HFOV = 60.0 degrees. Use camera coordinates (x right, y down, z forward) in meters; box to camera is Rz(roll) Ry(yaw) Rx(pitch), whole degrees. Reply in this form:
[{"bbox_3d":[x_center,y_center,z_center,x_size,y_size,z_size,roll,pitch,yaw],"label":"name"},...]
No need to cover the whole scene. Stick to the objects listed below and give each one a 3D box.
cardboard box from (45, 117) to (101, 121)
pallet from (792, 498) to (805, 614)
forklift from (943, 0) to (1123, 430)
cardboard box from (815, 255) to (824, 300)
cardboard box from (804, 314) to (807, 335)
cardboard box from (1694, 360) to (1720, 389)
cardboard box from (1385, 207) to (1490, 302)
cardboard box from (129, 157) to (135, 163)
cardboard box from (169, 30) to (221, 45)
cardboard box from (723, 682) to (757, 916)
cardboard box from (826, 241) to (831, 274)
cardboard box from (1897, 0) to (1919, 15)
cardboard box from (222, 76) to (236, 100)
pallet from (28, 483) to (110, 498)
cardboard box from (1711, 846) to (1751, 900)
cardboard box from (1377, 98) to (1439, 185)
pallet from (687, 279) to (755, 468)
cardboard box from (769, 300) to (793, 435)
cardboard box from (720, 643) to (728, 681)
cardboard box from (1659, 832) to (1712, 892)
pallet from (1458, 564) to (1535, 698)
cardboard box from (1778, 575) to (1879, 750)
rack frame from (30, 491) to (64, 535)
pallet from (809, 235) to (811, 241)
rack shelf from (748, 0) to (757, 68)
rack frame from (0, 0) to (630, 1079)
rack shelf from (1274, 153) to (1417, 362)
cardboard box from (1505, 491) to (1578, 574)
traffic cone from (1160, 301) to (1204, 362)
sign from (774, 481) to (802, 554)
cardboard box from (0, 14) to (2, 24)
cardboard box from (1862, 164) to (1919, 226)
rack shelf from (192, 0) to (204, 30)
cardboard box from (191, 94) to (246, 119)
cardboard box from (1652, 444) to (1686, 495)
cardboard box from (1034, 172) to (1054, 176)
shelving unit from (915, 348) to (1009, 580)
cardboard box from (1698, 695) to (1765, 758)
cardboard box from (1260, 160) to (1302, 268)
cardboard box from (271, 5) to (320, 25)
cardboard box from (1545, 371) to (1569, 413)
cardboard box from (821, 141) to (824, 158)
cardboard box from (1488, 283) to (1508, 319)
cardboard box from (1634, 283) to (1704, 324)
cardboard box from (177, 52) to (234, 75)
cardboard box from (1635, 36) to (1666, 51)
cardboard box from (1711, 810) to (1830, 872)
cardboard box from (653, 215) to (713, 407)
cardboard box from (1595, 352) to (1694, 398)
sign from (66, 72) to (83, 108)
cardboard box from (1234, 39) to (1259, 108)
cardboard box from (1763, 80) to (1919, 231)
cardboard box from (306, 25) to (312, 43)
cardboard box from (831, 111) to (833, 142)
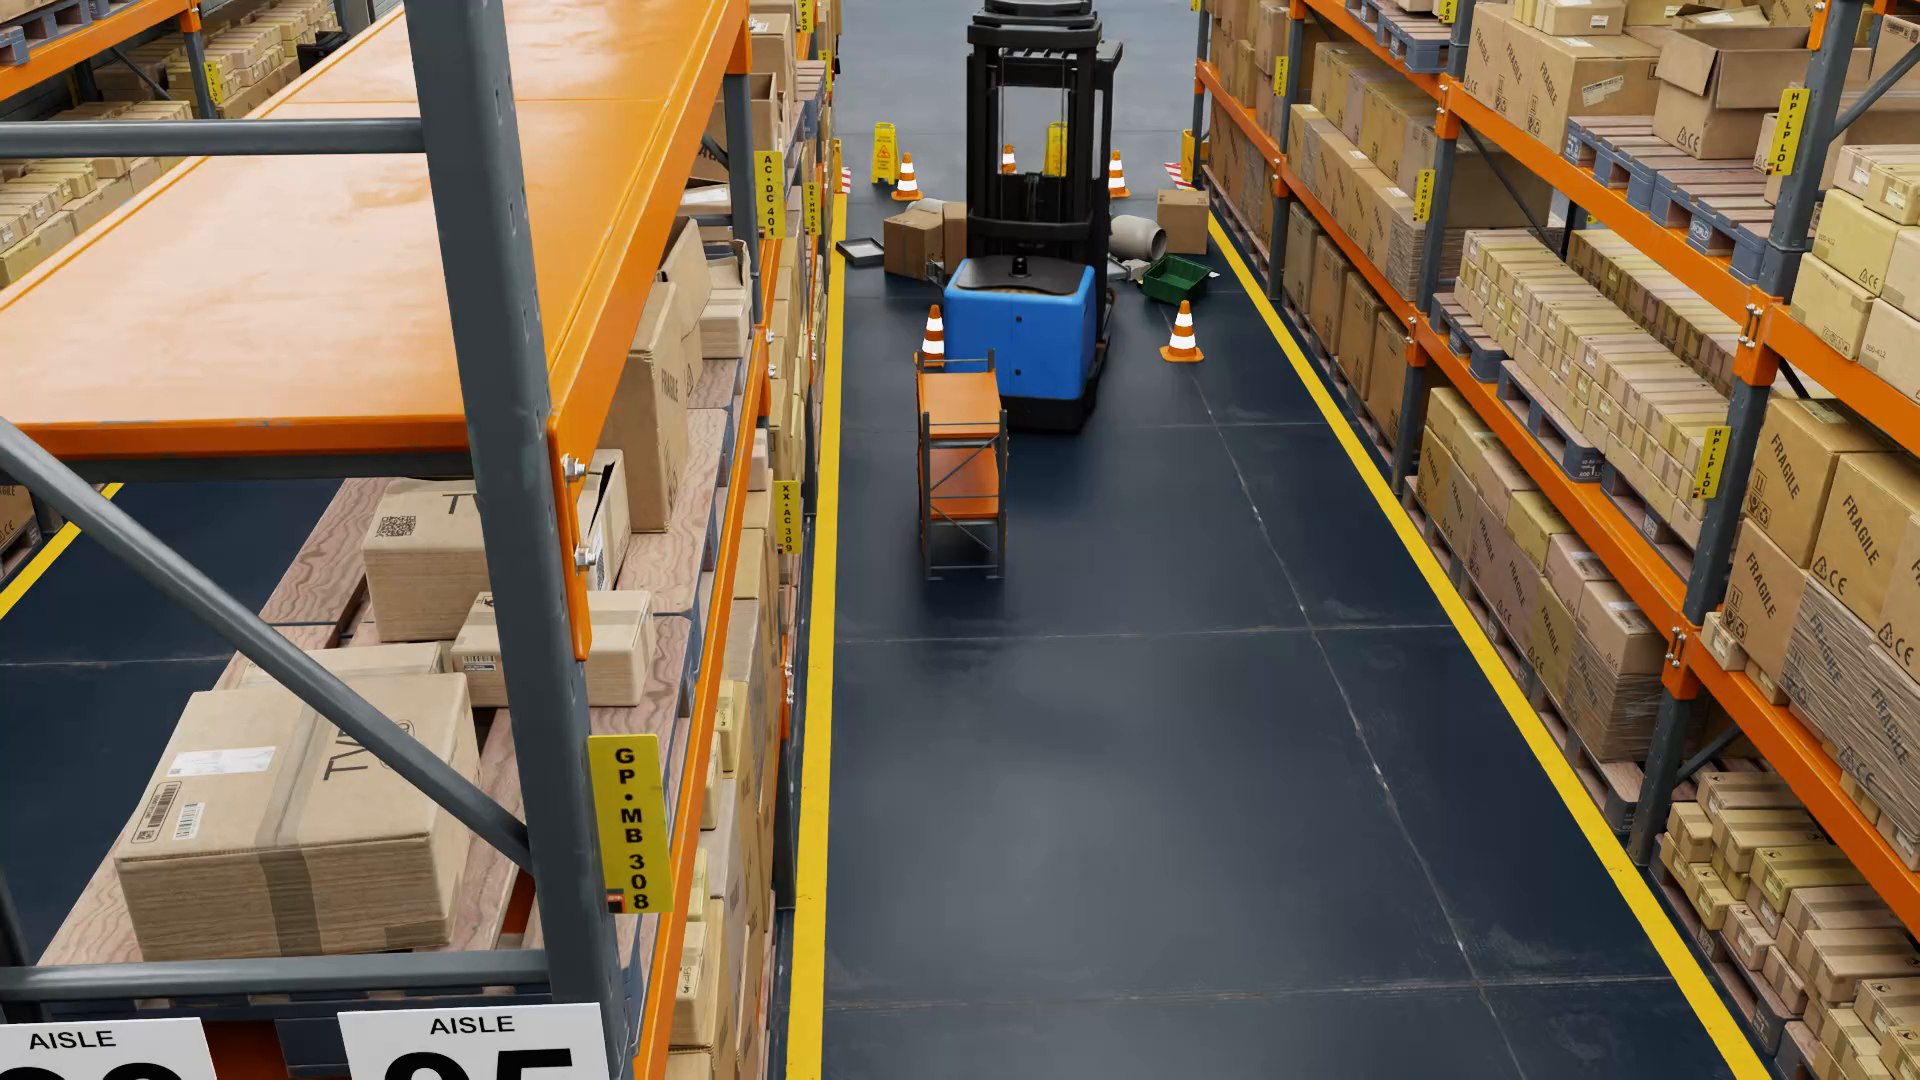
[{"bbox_3d":[-6.848,-3.154,12.806,0.380,0.149,0.250,-1,28,-3],"label":"cardboard box"},{"bbox_3d":[-1.494,0.098,10.396,1.003,0.211,1.213,-1,28,-3],"label":"pallet"},{"bbox_3d":[0.637,-2.765,12.944,1.130,2.935,3.031,5,28,9],"label":"forklift"},{"bbox_3d":[-1.639,-2.131,14.041,0.950,0.372,0.625,-1,28,-2],"label":"cardboard box"},{"bbox_3d":[-1.174,-1.211,10.052,0.500,0.250,0.500,-2,28,-4],"label":"cardboard box"},{"bbox_3d":[4.052,-0.829,8.654,0.380,0.149,0.250,-2,28,-4],"label":"cardboard box"},{"bbox_3d":[3.186,-1.917,11.135,0.500,0.500,0.500,-1,28,-3],"label":"cardboard box"},{"bbox_3d":[-6.290,-2.820,12.166,0.380,0.149,0.250,-1,28,-2],"label":"cardboard box"},{"bbox_3d":[-6.961,-4.544,15.150,0.380,0.149,0.250,-1,28,-1],"label":"cardboard box"},{"bbox_3d":[-0.879,0.767,4.908,0.500,0.500,0.500,-1,28,-2],"label":"cardboard box"},{"bbox_3d":[-1.430,-2.598,15.069,0.500,0.250,0.500,-3,28,-5],"label":"cardboard box"},{"bbox_3d":[8.458,-4.425,14.541,0.500,0.500,0.500,-1,28,-3],"label":"cardboard box"},{"bbox_3d":[-6.395,-3.835,14.112,0.380,0.149,0.250,-1,28,-1],"label":"cardboard box"},{"bbox_3d":[-6.421,-0.528,11.596,1.003,0.211,1.213,-1,28,-3],"label":"pallet"},{"bbox_3d":[3.489,1.412,7.168,0.380,0.149,0.250,-1,28,-2],"label":"cardboard box"},{"bbox_3d":[3.408,-2.836,11.817,0.700,0.500,0.500,-2,28,-3],"label":"cardboard box"},{"bbox_3d":[-1.219,-0.570,5.513,1.003,0.211,1.213,-1,28,-3],"label":"pallet"},{"bbox_3d":[-1.065,-0.821,7.953,0.500,0.500,0.500,-2,28,-4],"label":"cardboard box"},{"bbox_3d":[-0.886,0.407,4.897,0.380,0.149,0.250,-1,28,-3],"label":"cardboard box"},{"bbox_3d":[3.385,1.430,7.455,0.380,0.149,0.250,-3,28,-5],"label":"cardboard box"},{"bbox_3d":[3.578,0.489,9.647,1.003,0.211,1.213,-1,28,-3],"label":"pallet"},{"bbox_3d":[3.494,0.463,6.250,0.500,0.500,0.500,-1,28,-3],"label":"cardboard box"},{"bbox_3d":[-6.417,-1.383,10.220,1.000,3.000,0.127,-1,28,-3],"label":"rack frame"},{"bbox_3d":[-1.604,-2.333,12.248,1.003,0.211,1.213,-1,28,-3],"label":"pallet"},{"bbox_3d":[-1.356,-2.745,7.554,1.077,0.370,4.000,-1,28,-3],"label":"rack shelf"},{"bbox_3d":[-1.042,-0.470,1.982,1.000,3.000,0.127,-1,28,-3],"label":"rack frame"},{"bbox_3d":[3.373,-2.275,12.709,1.077,0.370,4.000,-1,28,-3],"label":"rack shelf"},{"bbox_3d":[3.340,-0.053,9.108,0.500,0.250,0.500,-3,28,-5],"label":"cardboard box"},{"bbox_3d":[1.831,-1.737,13.643,0.336,0.463,0.334,-1,28,-3],"label":"traffic cone"},{"bbox_3d":[-0.697,-0.090,6.720,0.100,0.325,0.005,-1,28,-3],"label":"sign"},{"bbox_3d":[-6.211,-3.328,10.036,0.500,0.500,0.500,-1,28,-2],"label":"cardboard box"},{"bbox_3d":[3.441,-1.219,5.852,0.380,0.149,0.250,-3,28,-5],"label":"cardboard box"},{"bbox_3d":[-6.730,-5.165,15.005,1.077,0.370,4.000,-1,28,-3],"label":"rack shelf"},{"bbox_3d":[-6.388,-3.486,14.144,0.500,0.500,0.500,-2,28,-4],"label":"cardboard box"},{"bbox_3d":[3.454,-0.331,7.699,0.380,0.149,0.250,-1,28,-2],"label":"cardboard box"},{"bbox_3d":[0.742,-3.342,16.676,0.797,0.503,0.637,-23,35,-37],"label":"cardboard box"},{"bbox_3d":[0.000,-0.496,10.546,0.538,1.125,1.048,-1,28,-3],"label":"shelving unit"},{"bbox_3d":[3.913,0.751,8.377,0.500,0.500,0.500,0,28,-1],"label":"cardboard box"},{"bbox_3d":[3.306,-3.054,15.268,0.875,0.875,0.875,-1,28,-2],"label":"cardboard box"},{"bbox_3d":[-6.521,-5.148,16.307,0.380,0.149,0.250,-1,28,-1],"label":"cardboard box"},{"bbox_3d":[3.383,-0.802,8.923,0.380,0.149,0.250,-2,28,-4],"label":"cardboard box"},{"bbox_3d":[-1.365,-3.394,14.347,0.380,0.149,0.250,-2,28,-3],"label":"cardboard box"},{"bbox_3d":[3.336,-1.401,9.750,0.380,0.149,0.250,-2,28,-4],"label":"cardboard box"},{"bbox_3d":[4.010,-1.322,9.278,0.380,0.149,0.250,-1,28,-3],"label":"cardboard box"},{"bbox_3d":[-6.472,-4.084,14.269,0.380,0.149,0.250,-2,28,-4],"label":"cardboard box"},{"bbox_3d":[3.823,-2.326,8.676,0.500,0.500,0.500,-1,28,-3],"label":"cardboard box"},{"bbox_3d":[3.453,1.283,7.093,0.380,0.149,0.250,0,28,0],"label":"cardboard box"},{"bbox_3d":[-1.149,-0.642,4.881,0.797,0.503,0.637,1,28,1],"label":"cardboard box"},{"bbox_3d":[3.421,-0.821,8.317,0.380,0.149,0.250,-2,28,-4],"label":"cardboard box"},{"bbox_3d":[-7.180,-3.635,13.516,0.100,0.325,0.005,-1,28,-3],"label":"sign"},{"bbox_3d":[3.148,-4.503,16.039,0.875,0.550,0.500,-1,28,-3],"label":"cardboard box"},{"bbox_3d":[3.777,-1.562,6.757,0.700,0.500,0.500,-1,28,-3],"label":"cardboard box"},{"bbox_3d":[-6.540,-4.903,16.159,0.380,0.149,0.250,-2,28,-3],"label":"cardboard box"},{"bbox_3d":[-1.576,-4.135,17.205,0.500,0.500,0.500,-1,28,-2],"label":"cardboard box"}]
